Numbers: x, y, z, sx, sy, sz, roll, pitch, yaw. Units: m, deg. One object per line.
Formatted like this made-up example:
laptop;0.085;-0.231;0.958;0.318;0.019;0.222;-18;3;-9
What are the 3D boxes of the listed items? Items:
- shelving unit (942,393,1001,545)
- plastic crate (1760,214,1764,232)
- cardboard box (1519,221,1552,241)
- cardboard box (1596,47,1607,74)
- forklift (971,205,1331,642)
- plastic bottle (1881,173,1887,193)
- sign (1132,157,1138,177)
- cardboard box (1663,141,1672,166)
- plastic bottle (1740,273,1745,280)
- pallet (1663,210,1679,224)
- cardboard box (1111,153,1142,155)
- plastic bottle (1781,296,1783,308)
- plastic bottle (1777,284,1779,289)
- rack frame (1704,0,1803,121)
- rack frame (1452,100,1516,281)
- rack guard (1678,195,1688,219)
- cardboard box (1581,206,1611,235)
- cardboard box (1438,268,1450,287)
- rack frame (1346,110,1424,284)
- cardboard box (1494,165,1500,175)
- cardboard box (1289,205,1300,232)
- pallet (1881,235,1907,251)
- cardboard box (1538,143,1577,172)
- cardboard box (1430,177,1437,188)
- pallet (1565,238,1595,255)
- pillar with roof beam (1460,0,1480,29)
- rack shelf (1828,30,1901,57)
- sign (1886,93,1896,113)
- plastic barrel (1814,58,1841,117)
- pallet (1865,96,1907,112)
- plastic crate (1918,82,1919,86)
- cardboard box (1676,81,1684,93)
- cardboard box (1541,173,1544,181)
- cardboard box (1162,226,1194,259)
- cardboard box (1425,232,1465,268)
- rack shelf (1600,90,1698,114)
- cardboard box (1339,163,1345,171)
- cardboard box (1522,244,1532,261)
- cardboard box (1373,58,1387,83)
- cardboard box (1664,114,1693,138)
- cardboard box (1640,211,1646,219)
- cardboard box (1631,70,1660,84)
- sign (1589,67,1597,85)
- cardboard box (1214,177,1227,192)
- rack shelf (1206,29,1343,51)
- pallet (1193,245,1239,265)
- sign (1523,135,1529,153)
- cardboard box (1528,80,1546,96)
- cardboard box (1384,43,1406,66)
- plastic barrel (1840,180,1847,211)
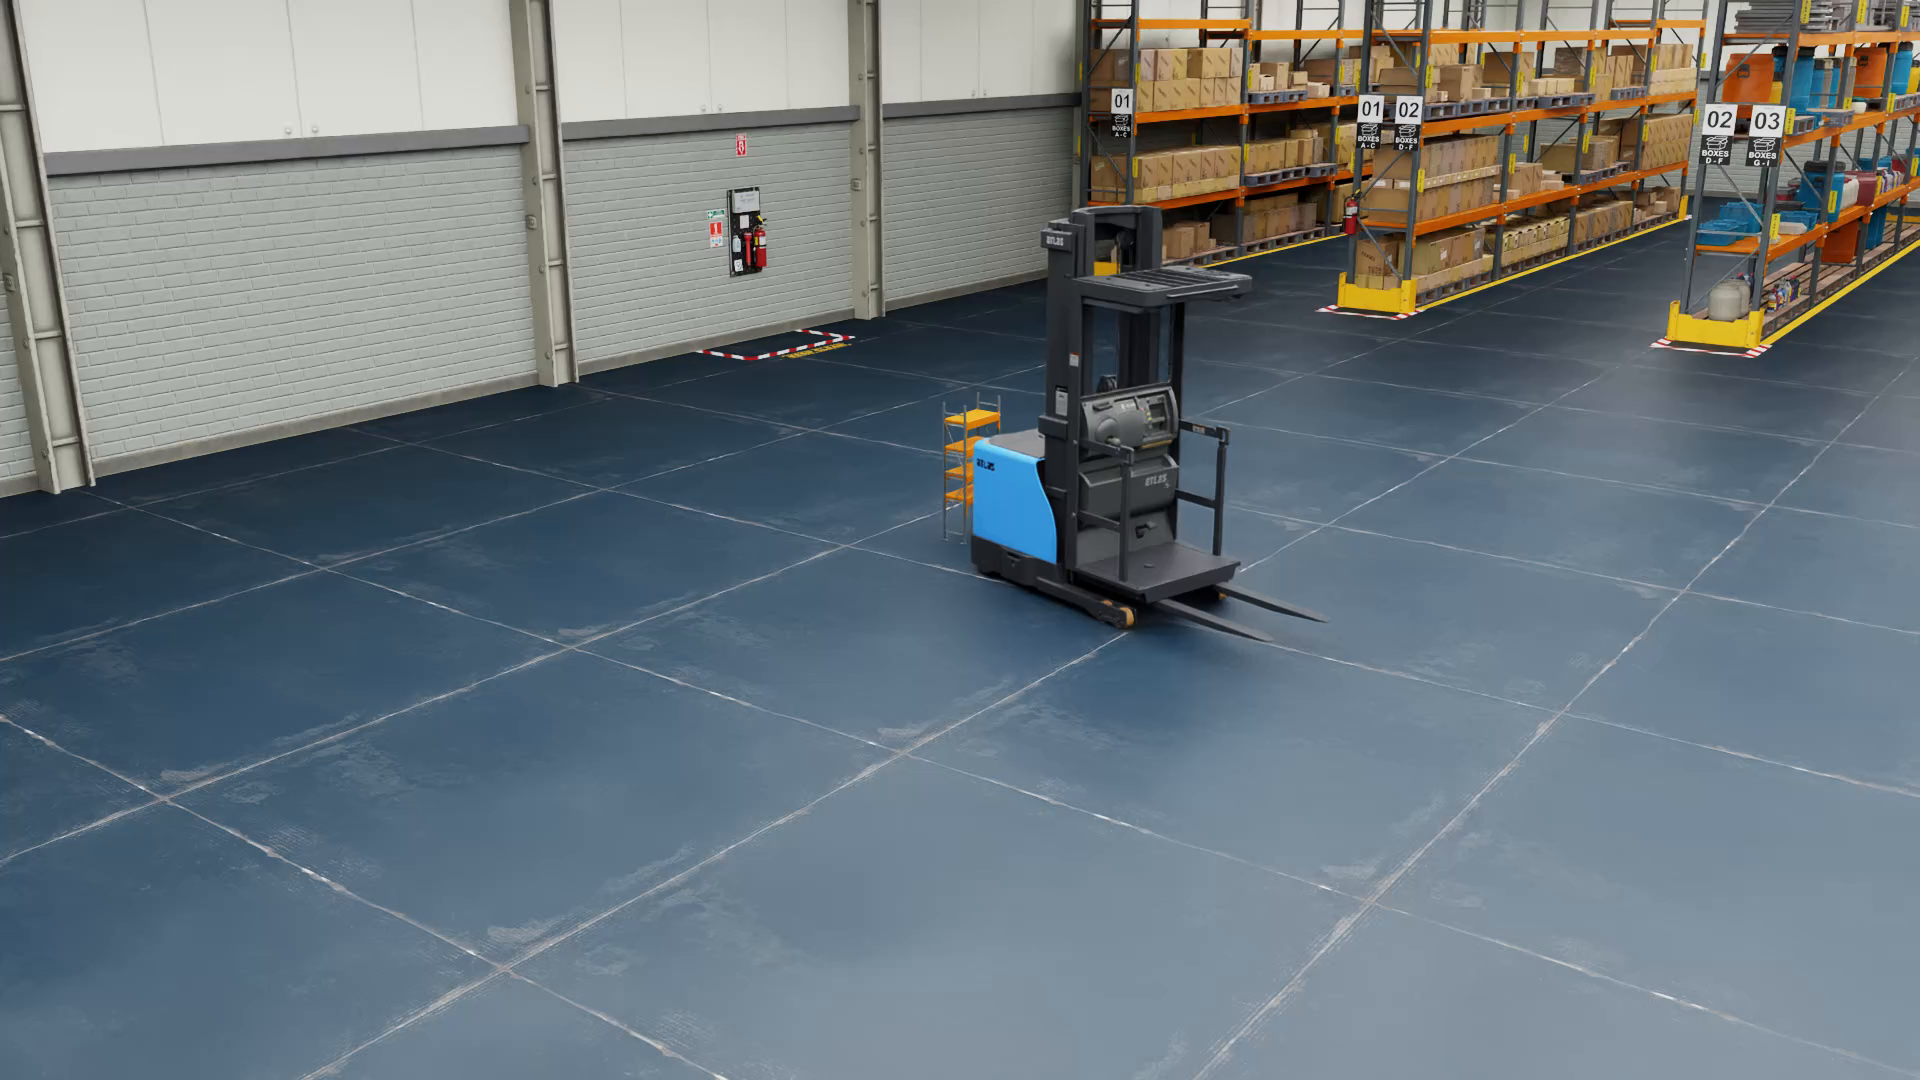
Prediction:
shelving unit;0.099;-0.612;14.193;0.258;1.200;0.503;12;21;35
plastic crate;11.789;-4.733;24.785;0.450;0.188;0.662;12;21;35
cardboard box;10.511;-5.679;30.456;0.500;0.311;0.500;12;21;34
cardboard box;12.105;-9.240;32.028;0.500;0.500;0.500;12;21;35
forklift;1.404;-0.911;12.237;1.130;2.935;3.031;-13;22;-37
plastic bottle;16.650;-6.450;30.041;0.144;0.351;0.185;12;21;35
sign;2.921;-6.223;27.766;0.100;0.325;0.005;12;21;35
cardboard box;15.042;-8.373;35.980;0.500;0.500;0.500;12;21;34
plastic bottle;12.011;-3.934;25.578;0.144;0.351;0.185;13;22;36
pallet;15.479;-7.302;37.402;1.003;0.211;1.213;12;21;35
cardboard box;2.903;-6.470;28.974;0.500;0.500;0.500;13;21;35
plastic bottle;12.095;-3.535;24.544;0.097;0.201;0.097;0;17;0
plastic bottle;12.268;-3.706;24.957;0.061;0.283;0.133;12;21;35
rack frame;10.441;-7.020;21.676;1.000;3.000;0.127;12;21;35
rack frame;8.849;-5.984;28.455;1.000;3.000;0.127;12;21;35
rack guard;15.954;-7.630;37.971;1.175;0.500;0.348;12;21;35
cardboard box;12.650;-6.380;33.205;0.500;0.500;0.500;12;21;33
cardboard box;7.557;-4.246;26.786;0.500;0.250;0.500;12;21;35
rack frame;6.466;-5.031;25.387;1.000;3.000;0.127;12;21;35
cardboard box;8.859;-6.239;28.014;0.380;0.149;0.250;12;21;35
cardboard box;6.464;-6.545;33.734;0.700;0.500;0.500;12;21;35
pallet;17.998;-5.863;32.769;1.003;0.211;1.213;12;21;35
cardboard box;11.517;-7.355;31.993;0.700;0.500;0.500;5;18;16
cardboard box;7.177;-5.567;25.849;0.380;0.149;0.250;13;21;35
pallet;11.707;-5.776;32.488;1.003;0.211;1.213;12;21;35
pillar with roof beam;16.390;-12.617;39.698;9.100;9.000;0.400;12;21;35
rack shelf;14.016;-7.915;26.444;1.077;0.370;4.000;12;21;35
sign;15.654;-7.347;27.965;0.100;0.325;0.005;12;21;35
plastic barrel;13.733;-7.251;26.631;0.600;0.901;0.708;12;21;35
pallet;15.742;-7.568;28.816;1.003;0.211;1.213;12;21;35
plastic crate;19.522;-9.293;34.275;0.497;0.269;0.590;12;21;35
cardboard box;15.310;-9.795;35.924;0.500;0.250;0.500;12;21;35
cardboard box;10.544;-6.715;30.961;0.500;0.311;0.500;12;21;34
cardboard box;3.787;-5.373;29.960;0.700;0.500;0.500;11;20;31
cardboard box;7.860;-4.722;27.055;0.500;0.500;0.500;12;21;35
rack shelf;14.807;-9.455;35.787;1.077;0.370;4.000;12;21;35
cardboard box;7.791;-7.797;34.682;0.380;0.149;0.250;13;21;35
cardboard box;9.900;-5.169;29.759;0.500;0.250;0.500;12;21;33
cardboard box;8.743;-10.120;35.806;0.700;0.500;0.500;12;21;34
cardboard box;15.955;-9.213;36.998;0.500;0.500;0.500;12;21;34
cardboard box;14.547;-7.016;35.814;0.380;0.166;0.250;12;21;35
cardboard box;14.105;-9.561;34.326;0.500;0.250;0.500;12;21;35
sign;11.673;-8.554;30.668;0.100;0.325;0.005;12;21;35
cardboard box;4.526;-6.513;30.377;0.500;0.250;0.500;13;21;35
rack shelf;6.060;-9.665;32.081;1.077;0.370;4.000;12;21;35
pallet;4.497;-5.360;31.149;1.003;0.211;1.213;12;21;35
sign;10.791;-7.545;31.665;0.100;0.325;0.005;12;21;35
cardboard box;10.037;-7.990;29.402;0.500;0.250;0.500;10;20;30
cardboard box;9.864;-10.939;37.464;0.500;0.500;0.500;12;21;34
plastic barrel;14.008;-5.536;26.785;0.433;0.535;0.433;0;17;0
